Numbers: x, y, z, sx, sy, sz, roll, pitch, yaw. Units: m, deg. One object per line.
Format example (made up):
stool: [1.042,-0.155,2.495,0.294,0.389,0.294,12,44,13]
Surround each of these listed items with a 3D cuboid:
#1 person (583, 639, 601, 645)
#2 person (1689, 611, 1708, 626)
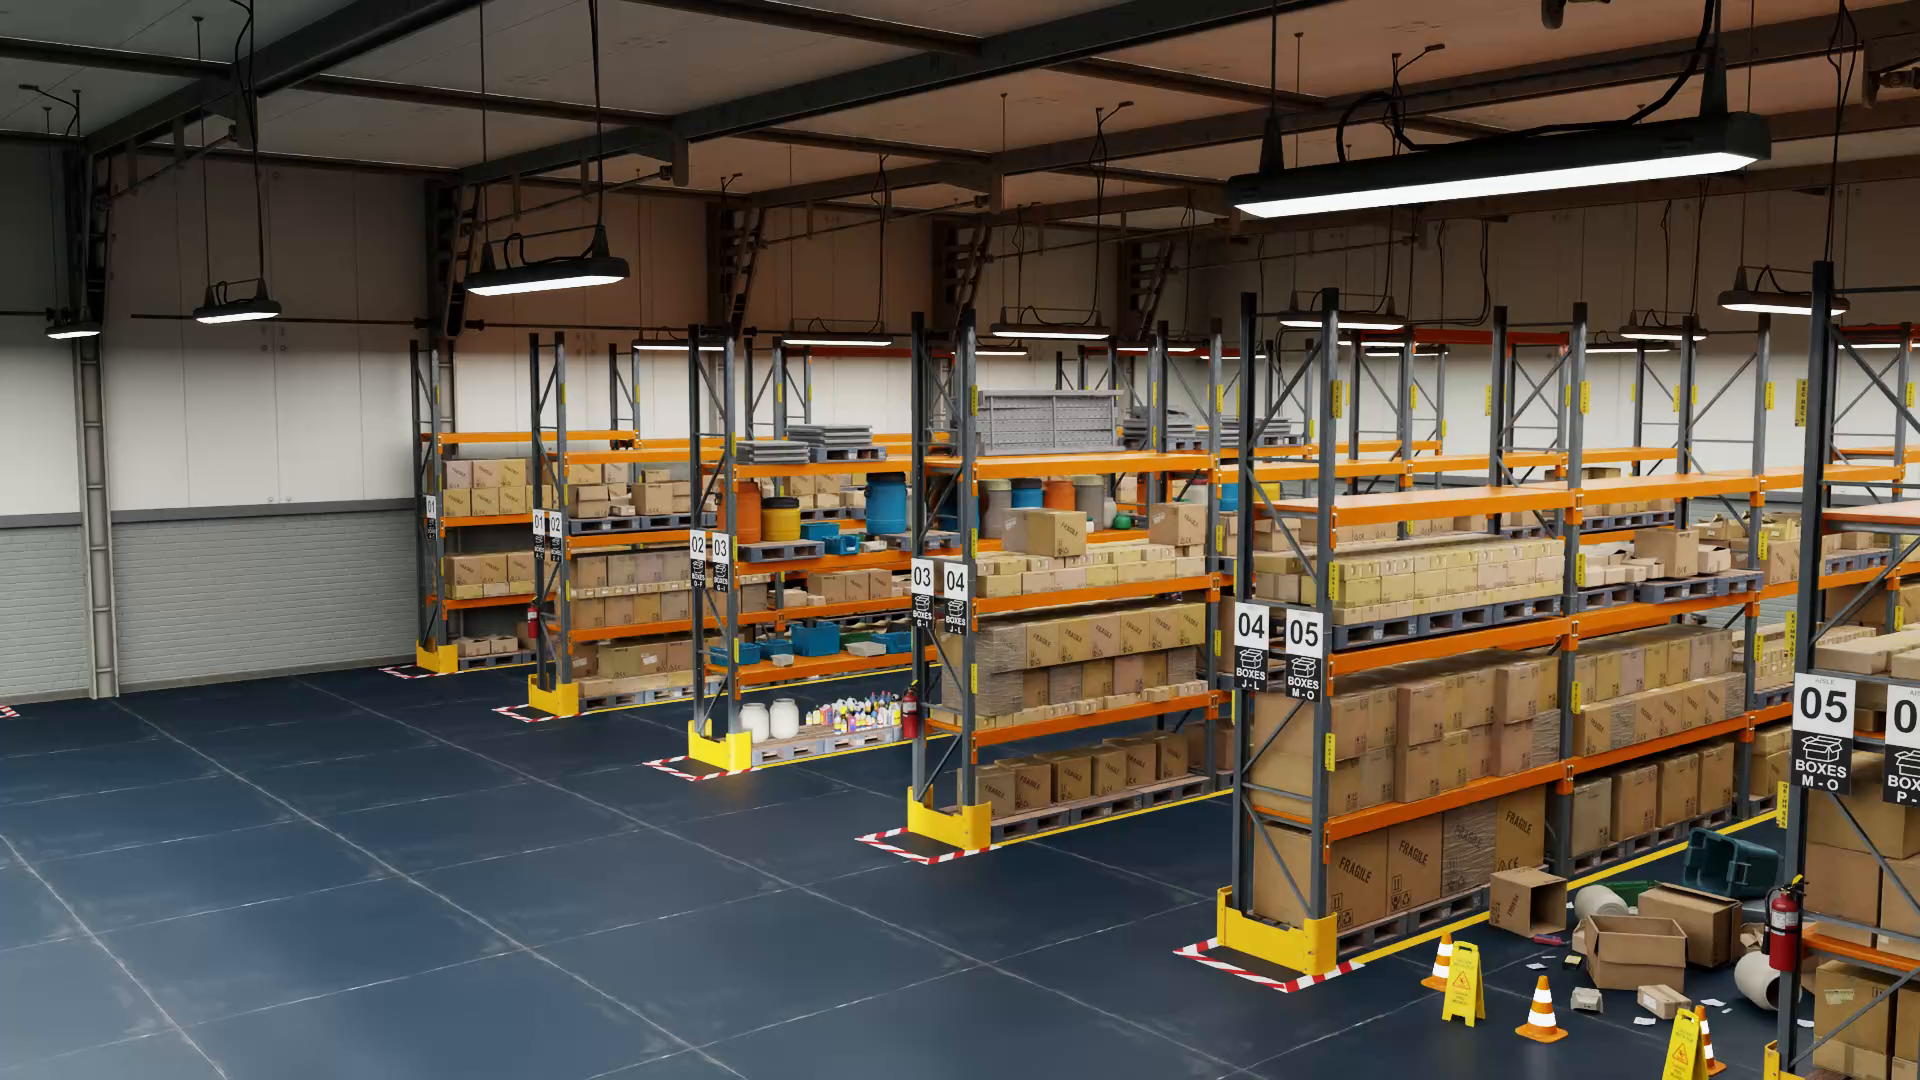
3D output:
person: [-6.822,1.513,30.522,0.419,1.649,0.489,-1,5,-6]
person: [11.450,1.928,25.897,0.500,1.692,0.381,-3,6,-25]
